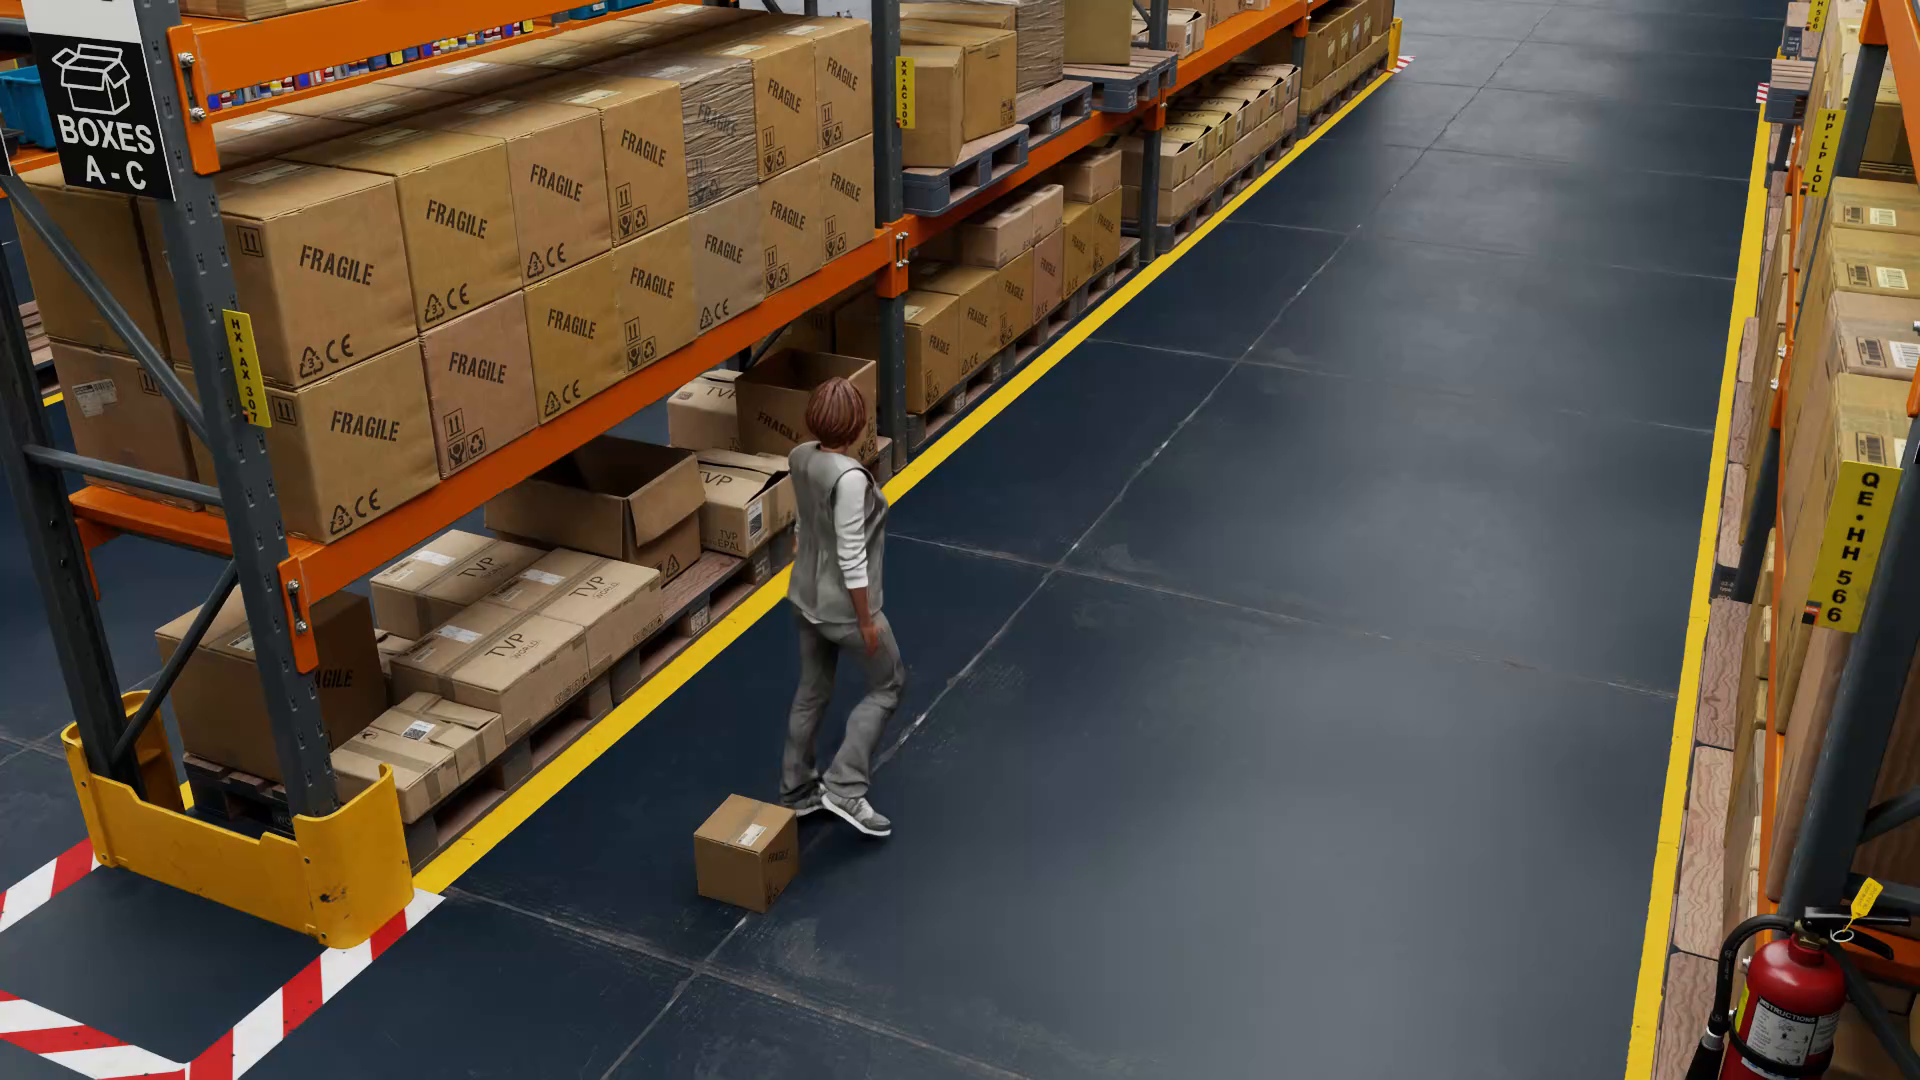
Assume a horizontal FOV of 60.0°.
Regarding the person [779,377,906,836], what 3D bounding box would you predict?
[{"bbox_3d":[-0.432,0.241,5.596,0.440,1.583,0.522,-18,32,-32],"label":"person"}]
